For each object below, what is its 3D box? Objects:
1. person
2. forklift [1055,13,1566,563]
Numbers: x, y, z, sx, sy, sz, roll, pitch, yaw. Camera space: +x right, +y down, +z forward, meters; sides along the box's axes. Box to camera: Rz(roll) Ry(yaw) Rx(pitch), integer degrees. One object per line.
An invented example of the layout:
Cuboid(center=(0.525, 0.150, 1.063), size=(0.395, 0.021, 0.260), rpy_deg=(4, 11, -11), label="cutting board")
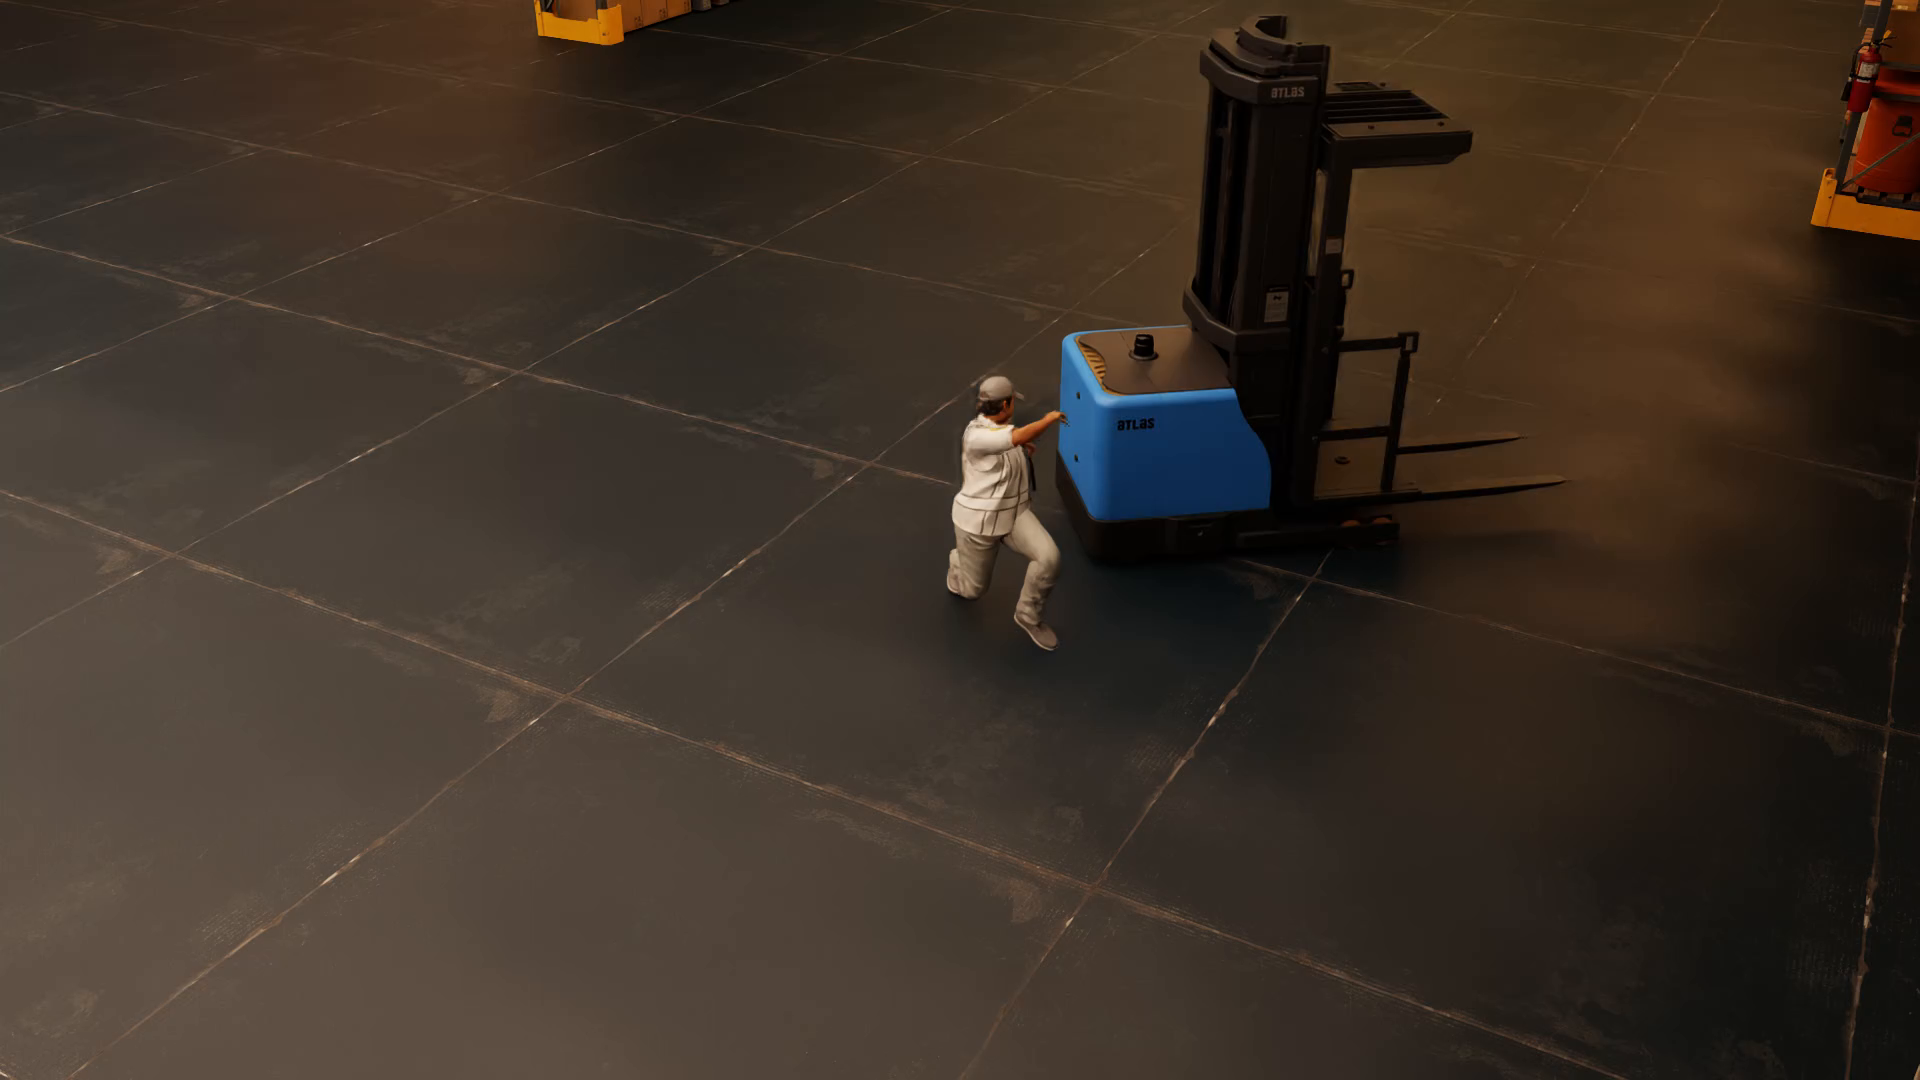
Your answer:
Cuboid(center=(0.334, -0.237, 9.050), size=(0.852, 1.387, 0.950), rpy_deg=(-25, 38, -36), label="person")
Cuboid(center=(2.165, -1.477, 9.629), size=(3.031, 2.935, 1.130), rpy_deg=(-5, 30, -8), label="forklift")
